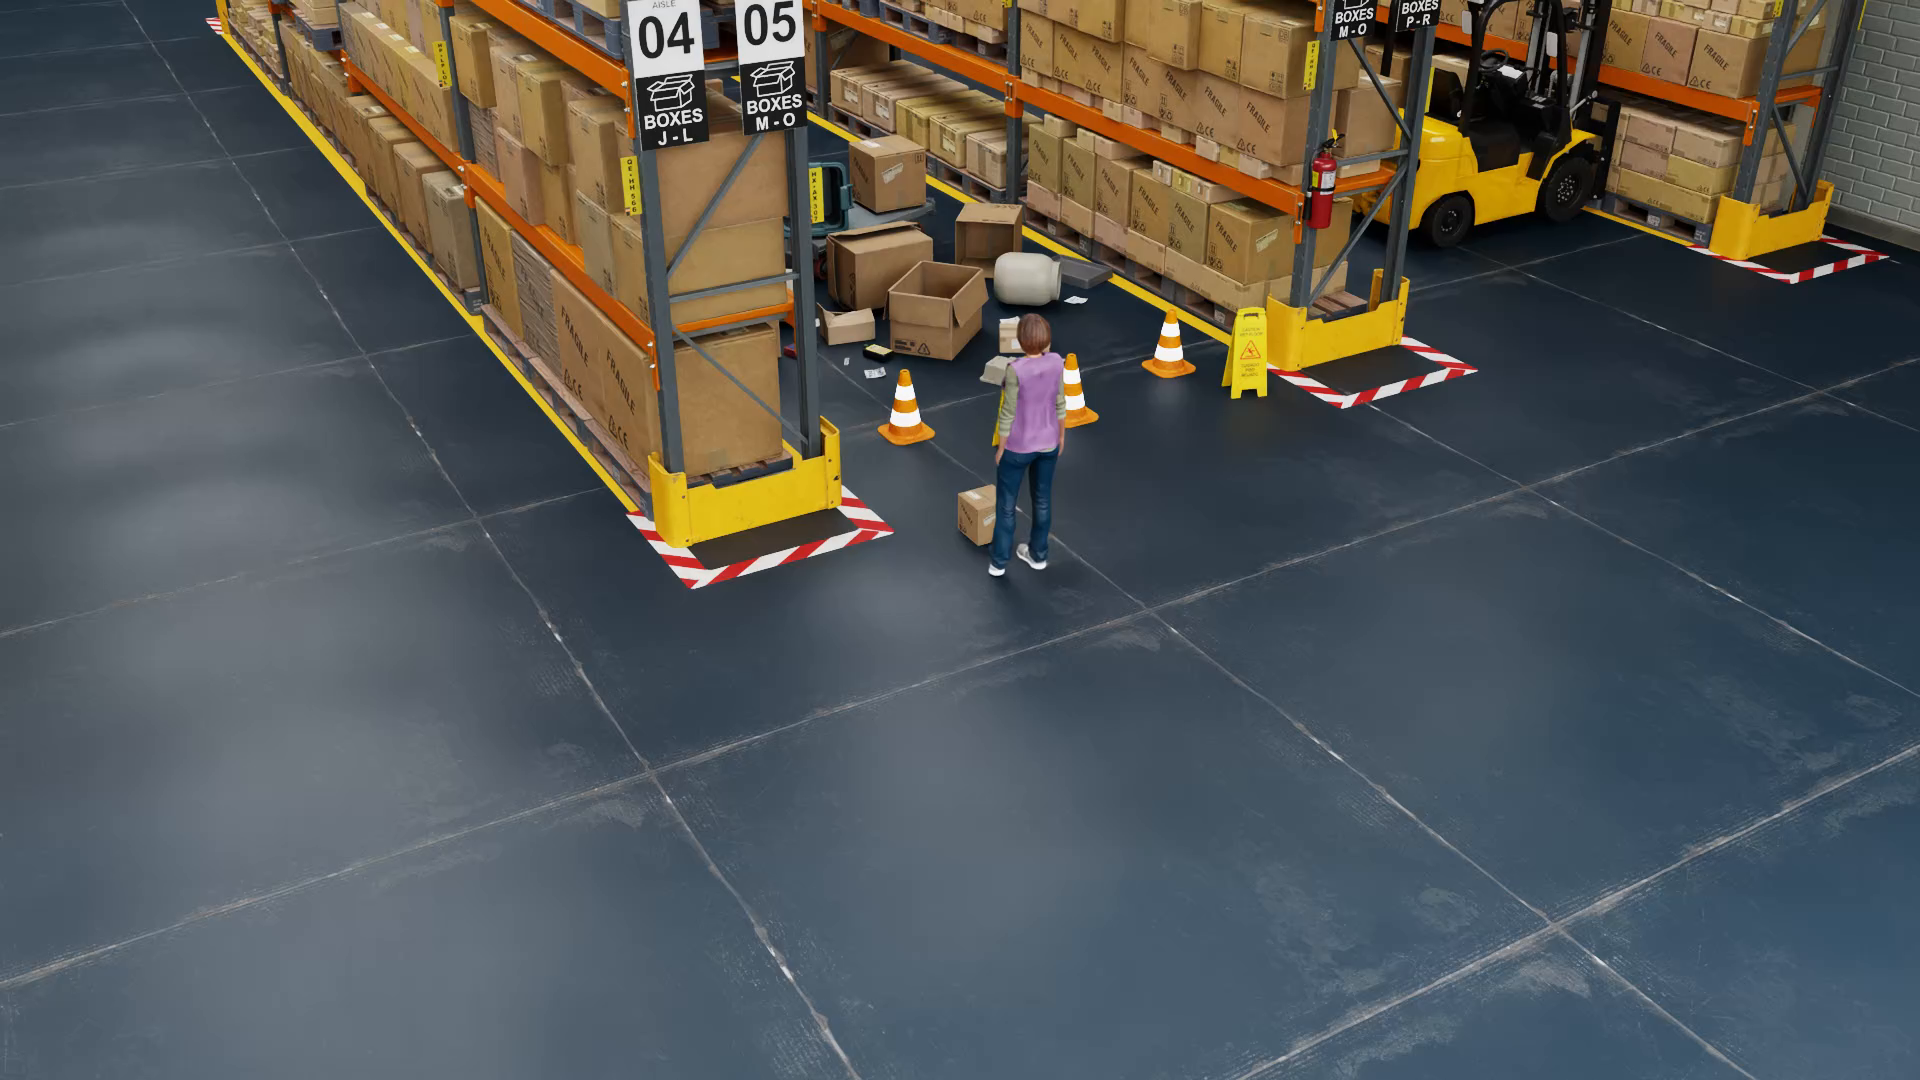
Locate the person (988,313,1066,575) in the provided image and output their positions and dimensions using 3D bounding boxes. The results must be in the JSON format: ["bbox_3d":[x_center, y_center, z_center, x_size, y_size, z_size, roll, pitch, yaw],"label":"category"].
[{"bbox_3d":[0.379,-0.538,9.512,0.477,1.587,0.327,-13,32,-22],"label":"person"}]
